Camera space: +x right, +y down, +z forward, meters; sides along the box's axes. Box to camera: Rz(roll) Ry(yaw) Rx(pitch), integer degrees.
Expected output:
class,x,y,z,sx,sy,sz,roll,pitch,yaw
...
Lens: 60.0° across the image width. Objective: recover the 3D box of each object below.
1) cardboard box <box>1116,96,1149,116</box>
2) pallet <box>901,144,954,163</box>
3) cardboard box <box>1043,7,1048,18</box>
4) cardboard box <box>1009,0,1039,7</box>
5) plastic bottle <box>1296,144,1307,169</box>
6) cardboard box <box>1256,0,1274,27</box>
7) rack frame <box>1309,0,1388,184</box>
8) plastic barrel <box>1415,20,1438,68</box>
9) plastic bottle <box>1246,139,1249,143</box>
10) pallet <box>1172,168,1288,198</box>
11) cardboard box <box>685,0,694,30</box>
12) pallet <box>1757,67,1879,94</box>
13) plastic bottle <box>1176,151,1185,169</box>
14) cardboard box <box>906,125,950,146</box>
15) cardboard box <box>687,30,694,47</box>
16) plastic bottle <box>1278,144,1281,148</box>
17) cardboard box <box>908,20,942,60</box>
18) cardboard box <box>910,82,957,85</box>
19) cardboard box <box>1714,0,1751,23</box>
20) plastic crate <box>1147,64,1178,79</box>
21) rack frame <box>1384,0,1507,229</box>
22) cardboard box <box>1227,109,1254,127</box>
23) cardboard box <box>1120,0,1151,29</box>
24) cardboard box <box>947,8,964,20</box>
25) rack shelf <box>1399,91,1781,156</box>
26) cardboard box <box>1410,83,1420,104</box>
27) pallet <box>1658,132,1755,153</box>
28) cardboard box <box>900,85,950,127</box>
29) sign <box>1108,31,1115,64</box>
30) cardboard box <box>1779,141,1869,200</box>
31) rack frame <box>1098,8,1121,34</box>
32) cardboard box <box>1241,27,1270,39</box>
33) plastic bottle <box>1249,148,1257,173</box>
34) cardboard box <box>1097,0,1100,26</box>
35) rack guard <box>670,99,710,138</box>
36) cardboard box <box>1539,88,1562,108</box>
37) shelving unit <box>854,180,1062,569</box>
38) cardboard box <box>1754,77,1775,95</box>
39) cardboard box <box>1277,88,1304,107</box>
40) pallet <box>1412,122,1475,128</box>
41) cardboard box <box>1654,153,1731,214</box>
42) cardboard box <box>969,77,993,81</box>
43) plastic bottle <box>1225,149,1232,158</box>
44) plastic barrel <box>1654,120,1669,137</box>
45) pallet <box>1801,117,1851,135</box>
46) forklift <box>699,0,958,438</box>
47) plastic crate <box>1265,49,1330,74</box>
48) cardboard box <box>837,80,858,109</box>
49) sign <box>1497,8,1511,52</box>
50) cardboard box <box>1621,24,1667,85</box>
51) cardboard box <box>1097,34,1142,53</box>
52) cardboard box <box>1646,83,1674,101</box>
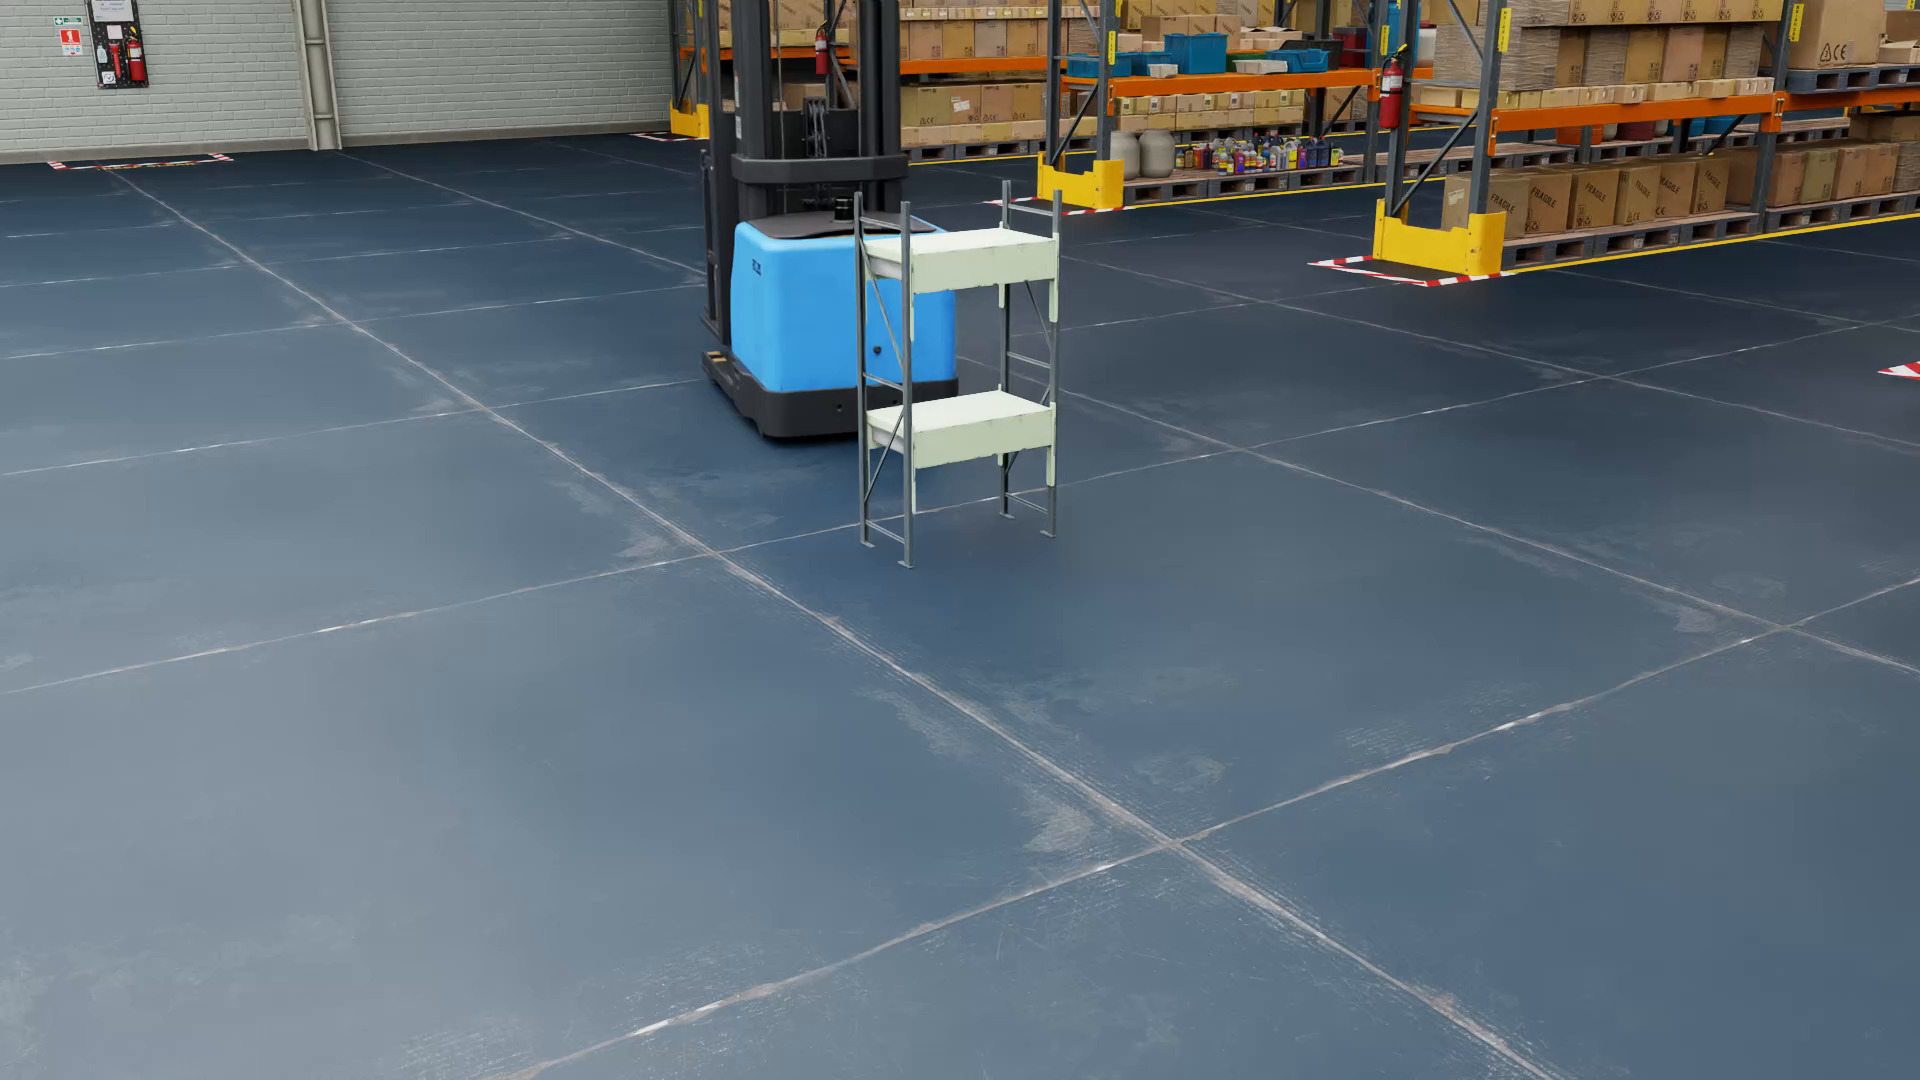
class,x,y,z,sx,sy,sz,roll,pitch,yaw
cardboard box,2.364,-6.277,23.890,0.500,0.311,0.500,-12,22,-31
pallet,-0.843,-5.229,22.382,1.213,0.211,1.003,-12,22,-31
cardboard box,1.129,-7.222,22.754,0.250,0.149,0.380,-12,22,-32
cardboard box,0.675,-7.513,22.604,0.500,0.500,0.700,-12,22,-31
plastic bottle,3.950,-4.441,19.251,0.133,0.283,0.061,-10,21,-28
cardboard box,5.589,-9.891,31.167,0.500,0.500,0.500,-12,22,-32
rack frame,4.603,-5.783,19.667,0.127,3.000,1.000,-12,22,-31
plastic barrel,5.522,-5.957,19.971,0.433,0.535,0.433,0,19,0
plastic bottle,3.382,-4.622,19.788,0.133,0.283,0.061,-11,21,-29
pallet,2.999,-4.139,19.158,1.213,0.211,1.003,-12,22,-31
cardboard box,-3.910,-8.162,25.736,0.500,0.500,0.500,-12,22,-32
pallet,8.045,-4.463,16.063,1.213,0.211,1.003,-12,22,-31
plastic bottle,2.555,-4.402,19.265,0.097,0.201,0.097,0,19,0
cardboard box,-0.473,-5.425,22.244,0.500,0.250,0.500,-12,22,-31
cardboard box,-3.903,-7.801,25.839,0.500,0.250,0.500,-12,22,-31
plastic bottle,3.716,-4.446,19.268,0.133,0.283,0.061,-12,22,-31
cardboard box,-0.626,-6.624,21.999,0.500,0.500,0.700,-11,22,-30
cardboard box,-0.348,-6.010,22.805,0.500,0.500,0.500,-12,22,-31
cardboard box,6.685,-4.879,14.811,0.500,0.500,0.500,-12,22,-31
plastic crate,2.186,-5.025,17.837,0.250,0.136,0.298,-12,22,-31
rack frame,3.986,-3.754,13.665,0.127,3.000,1.000,-12,22,-31
cardboard box,4.067,-6.372,25.047,0.500,0.250,0.500,-11,22,-30
cardboard box,3.041,-9.353,29.574,0.500,0.500,0.500,-11,22,-30
cardboard box,-0.152,-6.953,21.958,0.250,0.149,0.380,-13,23,-33
rack shelf,5.656,-3.765,14.822,4.000,0.370,1.077,-12,22,-31
cardboard box,7.049,-7.115,26.824,0.500,0.500,0.500,-13,23,-33
pallet,10.617,-5.747,23.913,1.213,0.211,1.003,-12,22,-31
cardboard box,-0.472,-5.779,22.123,0.500,0.500,0.500,-12,22,-31
sign,1.561,-5.062,17.102,0.005,0.325,0.100,-12,22,-31
cardboard box,8.727,-3.763,16.907,0.500,0.500,0.700,-14,23,-36
rack frame,2.495,-9.138,29.590,0.127,3.000,1.000,-12,22,-31
cardboard box,4.369,-7.665,25.374,0.500,0.311,0.500,-12,22,-32
plastic bottle,3.318,-4.309,18.879,0.097,0.271,0.097,0,19,0
cardboard box,2.108,-9.308,29.251,0.500,0.500,0.700,-15,24,-38
rack guard,-4.123,-6.558,25.862,0.348,0.500,1.175,-12,22,-31
cardboard box,4.792,-3.700,13.898,0.250,0.149,0.380,-12,22,-31
shelving unit,-0.006,-0.709,7.001,0.755,1.500,0.431,-12,22,-31
cardboard box,7.309,-4.223,15.444,0.250,0.149,0.380,-12,22,-31
cardboard box,4.920,-6.817,25.488,0.500,0.311,0.500,-11,22,-30
pallet,7.905,-7.043,27.749,1.213,0.211,1.003,-12,22,-31
cardboard box,6.971,-3.413,15.905,0.500,0.500,0.500,-13,22,-33
cardboard box,0.164,-7.696,28.541,0.500,0.500,0.700,-12,22,-32
plastic bottle,3.135,-4.469,19.463,0.097,0.201,0.097,0,19,0
plastic barrel,9.708,-5.921,23.304,0.421,0.512,0.421,0,19,0
pallet,13.915,-6.441,25.967,1.213,0.211,1.003,-12,22,-31
forklift,-0.946,-2.353,9.627,1.130,2.935,3.031,-6,20,-17
plastic crate,3.828,-5.445,18.900,0.616,0.251,0.499,-12,22,-31
cardboard box,-1.691,-7.264,27.263,0.500,0.500,0.500,-14,23,-35
sign,4.285,-4.019,13.097,0.005,0.325,0.100,-12,22,-31
cardboard box,5.678,-4.313,14.699,0.500,0.500,0.875,-12,22,-31
cardboard box,2.269,-7.136,23.904,0.500,0.250,0.500,-10,21,-28
cardboard box,6.048,-3.963,14.674,0.250,0.149,0.380,-12,22,-31
